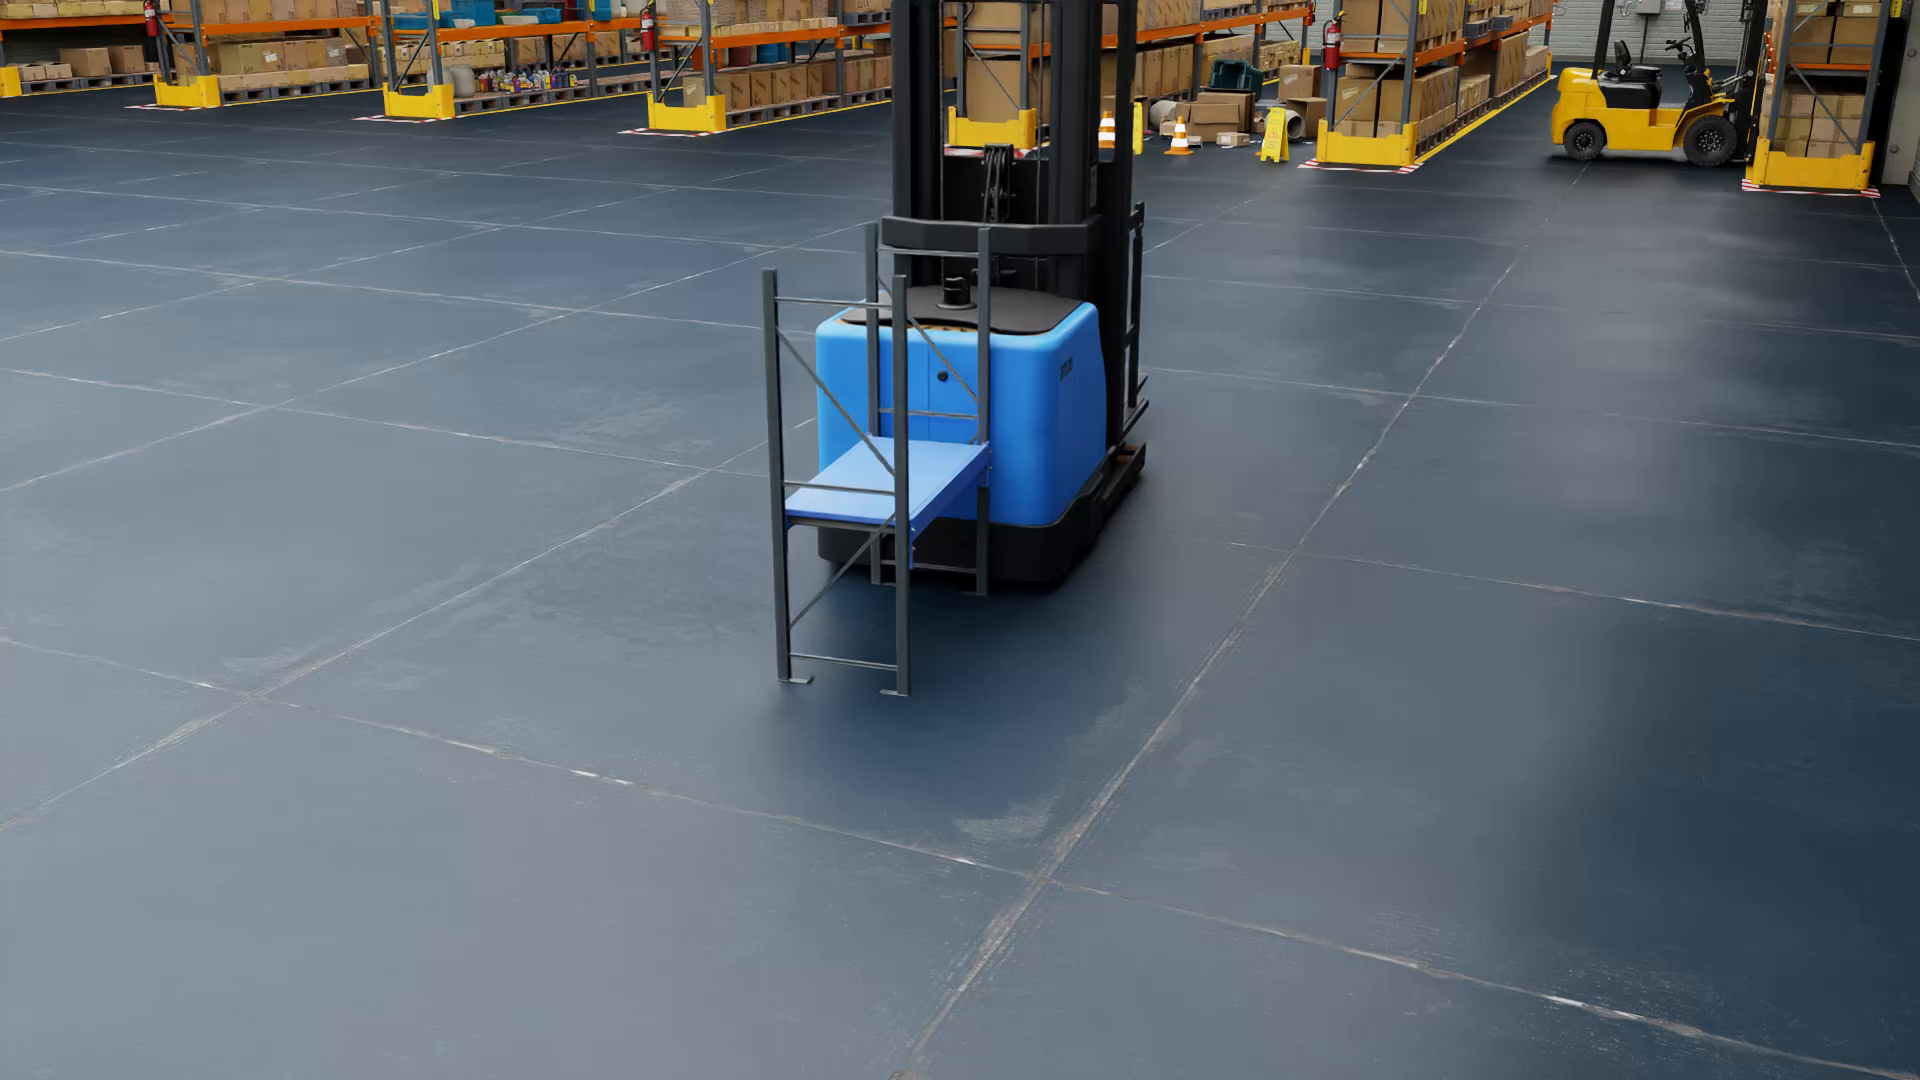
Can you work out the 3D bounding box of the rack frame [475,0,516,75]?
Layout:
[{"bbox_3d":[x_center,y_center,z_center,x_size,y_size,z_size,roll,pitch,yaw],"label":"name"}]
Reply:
[{"bbox_3d":[-9.801,-11.248,34.621,1.000,3.000,0.127,9,21,23],"label":"rack frame"}]

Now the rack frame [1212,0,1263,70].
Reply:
[{"bbox_3d":[5.357,-10.399,32.233,1.000,3.000,0.127,9,21,23],"label":"rack frame"}]

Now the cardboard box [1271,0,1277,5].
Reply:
[{"bbox_3d":[5.985,-10.856,32.923,0.500,0.500,0.500,9,21,23],"label":"cardboard box"}]

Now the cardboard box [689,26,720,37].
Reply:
[{"bbox_3d":[-3.707,-7.378,24.114,0.380,0.149,0.250,9,21,23],"label":"cardboard box"}]

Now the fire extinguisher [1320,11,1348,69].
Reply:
[{"bbox_3d":[4.533,-6.074,20.188,0.296,0.674,0.183,9,21,23],"label":"fire extinguisher"}]

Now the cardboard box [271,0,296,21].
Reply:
[{"bbox_3d":[-12.243,-9.464,29.456,0.700,0.500,0.500,9,22,24],"label":"cardboard box"}]

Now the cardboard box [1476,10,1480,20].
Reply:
[{"bbox_3d":[7.453,-7.756,24.548,0.380,0.149,0.250,9,21,24],"label":"cardboard box"}]

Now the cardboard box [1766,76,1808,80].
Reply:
[{"bbox_3d":[10.465,-5.739,21.114,0.500,0.250,0.500,9,21,23],"label":"cardboard box"}]

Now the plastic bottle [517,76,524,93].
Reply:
[{"bbox_3d":[-7.393,-7.660,27.946,0.097,0.271,0.097,0,20,0],"label":"plastic bottle"}]

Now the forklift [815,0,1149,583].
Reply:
[{"bbox_3d":[0.306,-1.667,7.781,1.130,2.935,3.031,6,20,16],"label":"forklift"}]

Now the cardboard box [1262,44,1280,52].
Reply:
[{"bbox_3d":[6.350,-10.085,34.091,0.380,0.149,0.250,9,21,23],"label":"cardboard box"}]

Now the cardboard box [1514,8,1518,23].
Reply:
[{"bbox_3d":[9.319,-9.043,28.643,0.500,0.250,0.500,9,21,23],"label":"cardboard box"}]

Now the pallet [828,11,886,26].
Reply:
[{"bbox_3d":[-1.957,-8.788,27.990,1.003,0.211,1.213,9,21,23],"label":"pallet"}]

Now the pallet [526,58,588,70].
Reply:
[{"bbox_3d":[-8.960,-10.529,36.760,1.003,0.211,1.213,9,21,23],"label":"pallet"}]

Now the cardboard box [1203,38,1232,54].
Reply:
[{"bbox_3d":[4.644,-9.032,30.374,0.500,0.250,0.500,9,21,23],"label":"cardboard box"}]

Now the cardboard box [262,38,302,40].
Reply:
[{"bbox_3d":[-12.324,-8.877,30.310,0.500,0.500,0.500,9,21,23],"label":"cardboard box"}]

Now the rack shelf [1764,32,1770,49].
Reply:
[{"bbox_3d":[13.625,-8.121,26.900,1.077,0.370,4.000,9,21,23],"label":"rack shelf"}]

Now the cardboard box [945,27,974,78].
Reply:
[{"bbox_3d":[-0.463,-9.293,31.667,1.225,0.875,0.875,8,21,20],"label":"cardboard box"}]

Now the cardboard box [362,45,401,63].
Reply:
[{"bbox_3d":[-11.043,-9.284,31.738,0.500,0.311,0.500,9,21,23],"label":"cardboard box"}]

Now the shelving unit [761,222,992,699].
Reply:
[{"bbox_3d":[-0.271,-0.337,6.178,0.538,1.500,1.048,6,20,16],"label":"shelving unit"}]

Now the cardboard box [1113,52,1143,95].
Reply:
[{"bbox_3d":[2.253,-7.294,26.232,1.050,0.750,0.750,8,21,22],"label":"cardboard box"}]

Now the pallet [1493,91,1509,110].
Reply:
[{"bbox_3d":[8.668,-7.445,28.088,1.003,0.211,1.213,9,21,23],"label":"pallet"}]

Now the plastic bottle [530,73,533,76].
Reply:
[{"bbox_3d":[-7.301,-7.844,28.445,0.061,0.283,0.133,9,21,23],"label":"plastic bottle"}]

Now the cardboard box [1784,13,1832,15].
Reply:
[{"bbox_3d":[9.713,-5.794,19.134,0.500,0.500,0.500,9,22,24],"label":"cardboard box"}]

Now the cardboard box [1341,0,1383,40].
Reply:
[{"bbox_3d":[4.971,-6.474,20.602,0.500,0.500,0.500,8,21,22],"label":"cardboard box"}]

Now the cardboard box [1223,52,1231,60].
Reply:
[{"bbox_3d":[4.650,-8.690,30.530,0.500,0.500,0.500,8,21,21],"label":"cardboard box"}]

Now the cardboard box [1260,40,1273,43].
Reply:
[{"bbox_3d":[6.467,-10.543,35.377,0.380,0.149,0.250,9,21,24],"label":"cardboard box"}]

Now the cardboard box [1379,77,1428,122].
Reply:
[{"bbox_3d":[5.592,-5.554,20.968,0.500,0.500,0.500,8,21,21],"label":"cardboard box"}]

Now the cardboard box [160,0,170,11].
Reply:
[{"bbox_3d":[-15.877,-10.456,32.588,0.500,0.250,0.500,9,21,23],"label":"cardboard box"}]

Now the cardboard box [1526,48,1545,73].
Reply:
[{"bbox_3d":[11.006,-9.468,32.812,0.875,0.438,0.875,9,22,24],"label":"cardboard box"}]

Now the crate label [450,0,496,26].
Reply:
[{"bbox_3d":[-8.053,-8.738,27.511,0.502,0.435,0.616,9,21,23],"label":"crate label"}]

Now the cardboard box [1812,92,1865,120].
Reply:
[{"bbox_3d":[9.899,-4.897,18.747,0.500,0.250,0.500,8,21,22],"label":"cardboard box"}]

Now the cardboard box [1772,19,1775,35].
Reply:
[{"bbox_3d":[11.986,-7.364,23.922,0.500,0.250,0.500,8,21,21],"label":"cardboard box"}]

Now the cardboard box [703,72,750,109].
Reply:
[{"bbox_3d":[-3.556,-6.839,25.325,0.500,0.500,0.500,15,25,37],"label":"cardboard box"}]

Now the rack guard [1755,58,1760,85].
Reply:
[{"bbox_3d":[16.051,-9.093,32.290,1.175,0.500,0.348,9,21,23],"label":"rack guard"}]

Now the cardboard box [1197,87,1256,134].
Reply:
[{"bbox_3d":[3.785,-6.142,23.785,0.797,0.637,0.503,9,21,23],"label":"cardboard box"}]

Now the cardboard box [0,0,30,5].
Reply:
[{"bbox_3d":[-17.128,-9.878,29.843,0.500,0.500,0.500,9,21,23],"label":"cardboard box"}]

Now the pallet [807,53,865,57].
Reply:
[{"bbox_3d":[-2.882,-11.081,38.312,1.003,0.211,1.213,9,21,23],"label":"pallet"}]

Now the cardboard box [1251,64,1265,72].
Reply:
[{"bbox_3d":[5.799,-9.321,32.830,0.380,0.149,0.250,8,21,20],"label":"cardboard box"}]

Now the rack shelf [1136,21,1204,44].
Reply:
[{"bbox_3d":[2.900,-8.226,27.197,1.077,0.370,4.000,9,21,23],"label":"rack shelf"}]

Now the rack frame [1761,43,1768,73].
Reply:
[{"bbox_3d":[14.444,-9.071,28.499,1.000,3.000,0.127,9,21,23],"label":"rack frame"}]

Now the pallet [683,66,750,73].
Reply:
[{"bbox_3d":[-4.999,-9.500,33.868,1.003,0.211,1.213,9,21,23],"label":"pallet"}]

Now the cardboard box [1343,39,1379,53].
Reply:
[{"bbox_3d":[4.958,-6.108,20.542,0.380,0.149,0.250,9,22,25],"label":"cardboard box"}]

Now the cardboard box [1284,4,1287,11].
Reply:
[{"bbox_3d":[6.511,-10.983,34.251,0.380,0.149,0.250,8,21,20],"label":"cardboard box"}]

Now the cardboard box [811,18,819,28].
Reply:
[{"bbox_3d":[-2.491,-8.297,26.698,0.380,0.149,0.250,9,21,23],"label":"cardboard box"}]

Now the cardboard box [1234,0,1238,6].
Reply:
[{"bbox_3d":[4.953,-10.012,30.894,0.380,0.149,0.250,8,21,20],"label":"cardboard box"}]

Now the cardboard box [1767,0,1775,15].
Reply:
[{"bbox_3d":[12.943,-8.342,26.047,0.500,0.250,0.500,8,21,20],"label":"cardboard box"}]

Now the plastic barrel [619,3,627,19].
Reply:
[{"bbox_3d":[-6.240,-9.663,30.370,0.301,0.262,0.301,0,20,0],"label":"plastic barrel"}]

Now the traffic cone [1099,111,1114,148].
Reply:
[{"bbox_3d":[1.956,-5.503,22.252,0.336,0.463,0.334,9,21,23],"label":"traffic cone"}]

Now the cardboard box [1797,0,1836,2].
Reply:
[{"bbox_3d":[9.484,-6.034,18.398,0.380,0.149,0.250,9,21,23],"label":"cardboard box"}]

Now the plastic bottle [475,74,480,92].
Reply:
[{"bbox_3d":[-8.176,-7.709,28.067,0.061,0.283,0.133,9,22,24],"label":"plastic bottle"}]

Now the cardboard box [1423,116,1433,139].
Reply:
[{"bbox_3d":[5.799,-5.349,21.509,0.500,0.250,0.500,9,22,25],"label":"cardboard box"}]

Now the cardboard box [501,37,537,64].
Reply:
[{"bbox_3d":[-9.354,-10.378,35.247,0.500,0.500,0.500,10,22,25],"label":"cardboard box"}]
